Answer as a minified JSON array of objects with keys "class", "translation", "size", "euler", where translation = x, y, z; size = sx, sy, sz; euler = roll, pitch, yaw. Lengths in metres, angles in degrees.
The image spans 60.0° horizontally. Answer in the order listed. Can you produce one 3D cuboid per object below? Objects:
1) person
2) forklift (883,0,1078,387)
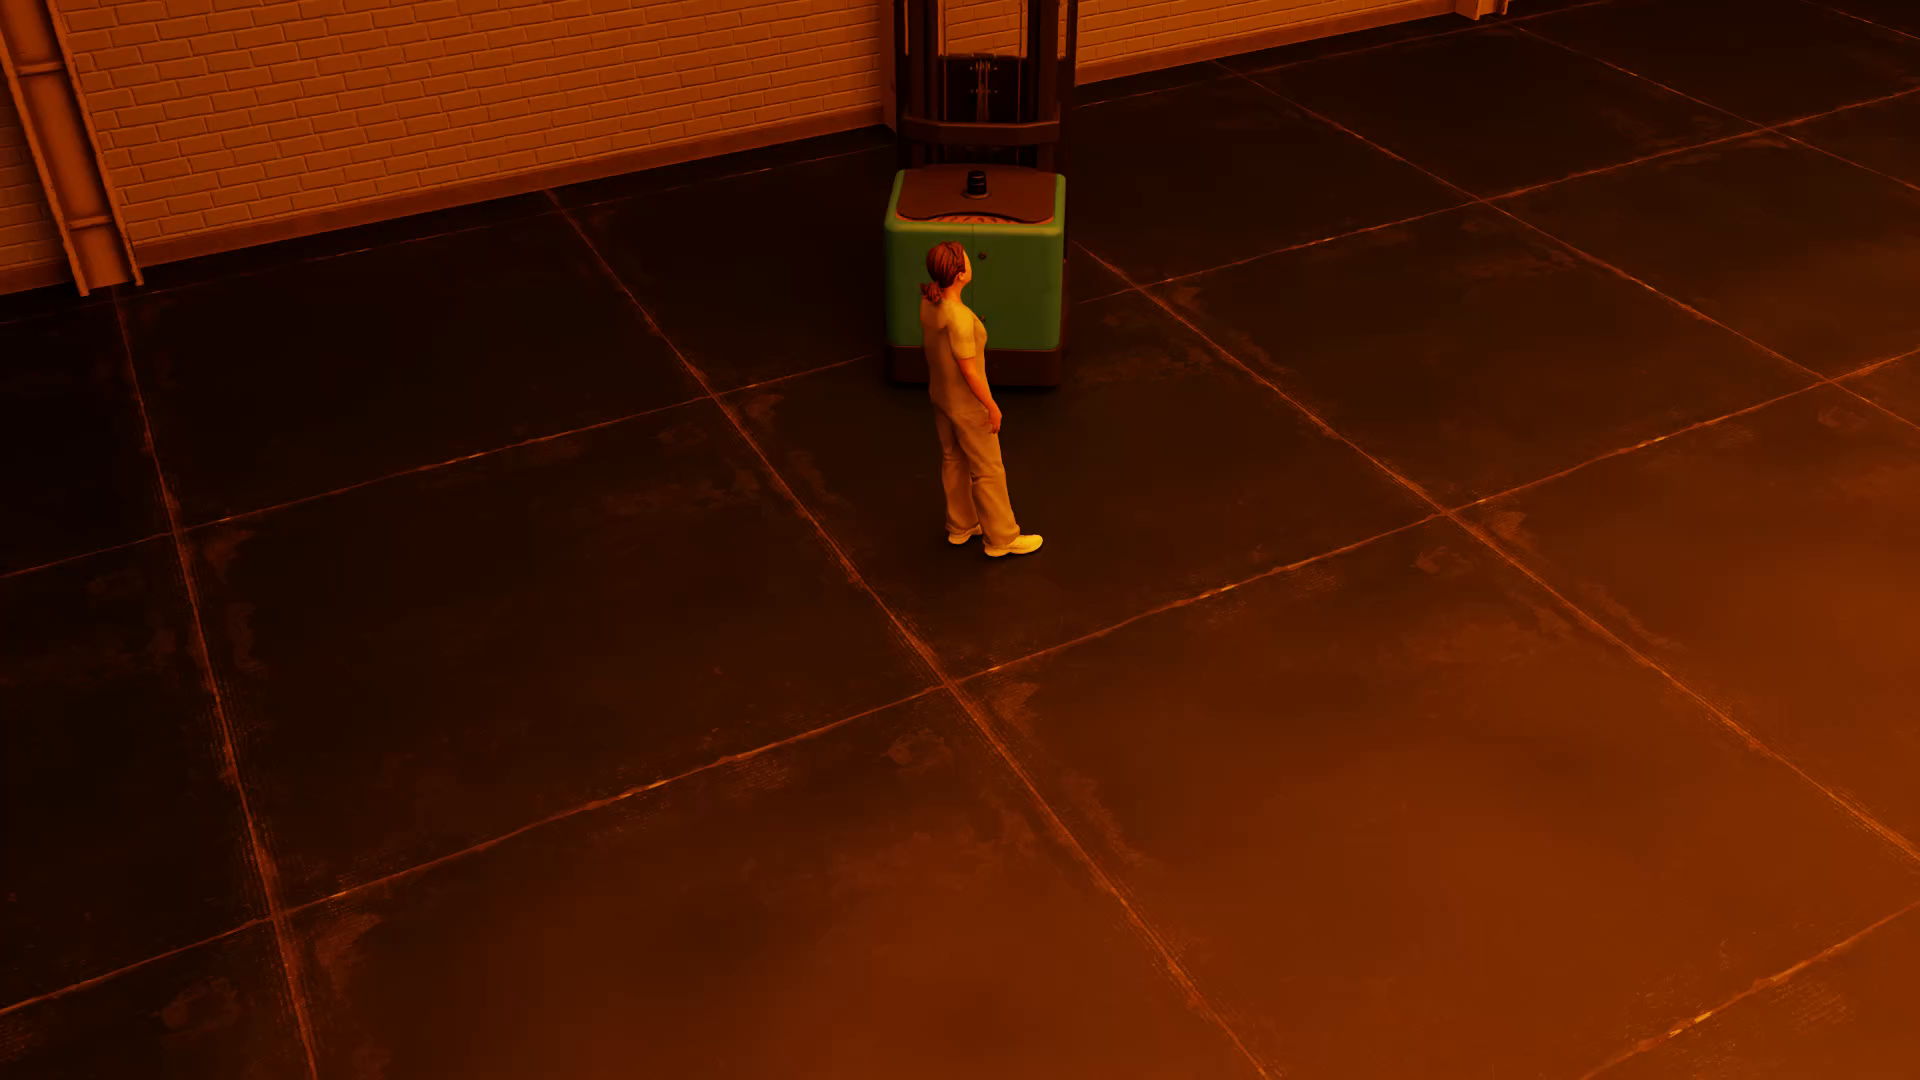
[{"class":"person","translation":[0.072,-0.703,8.193],"size":[0.548,1.673,0.549],"euler":[-17,39,-23]},{"class":"forklift","translation":[0.170,-2.929,10.267],"size":[1.130,2.935,3.031],"euler":[2,35,3]}]
